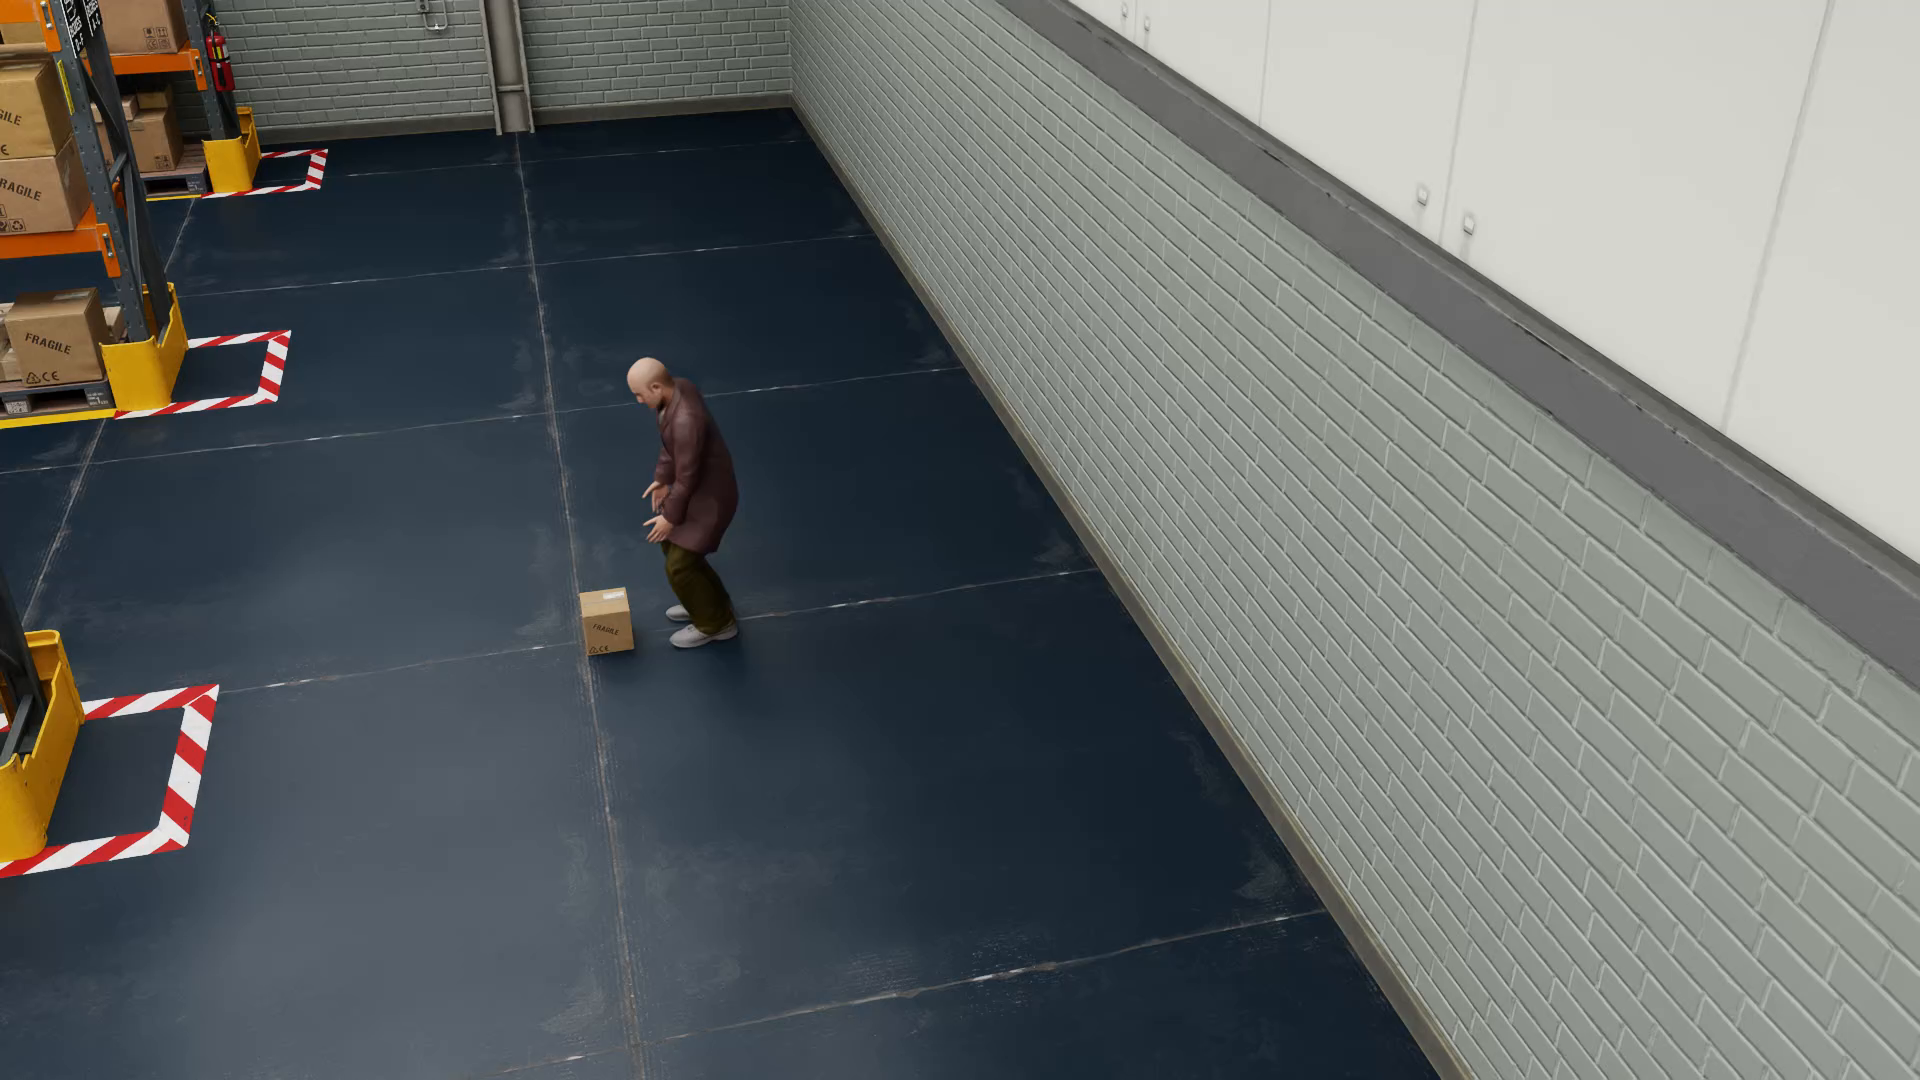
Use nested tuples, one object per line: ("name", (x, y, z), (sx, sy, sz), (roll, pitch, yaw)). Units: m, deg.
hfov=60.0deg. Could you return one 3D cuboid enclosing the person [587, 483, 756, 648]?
("person", (-1.544, 0.092, 8.919), (0.907, 0.964, 0.608), (-8, 31, -13))
